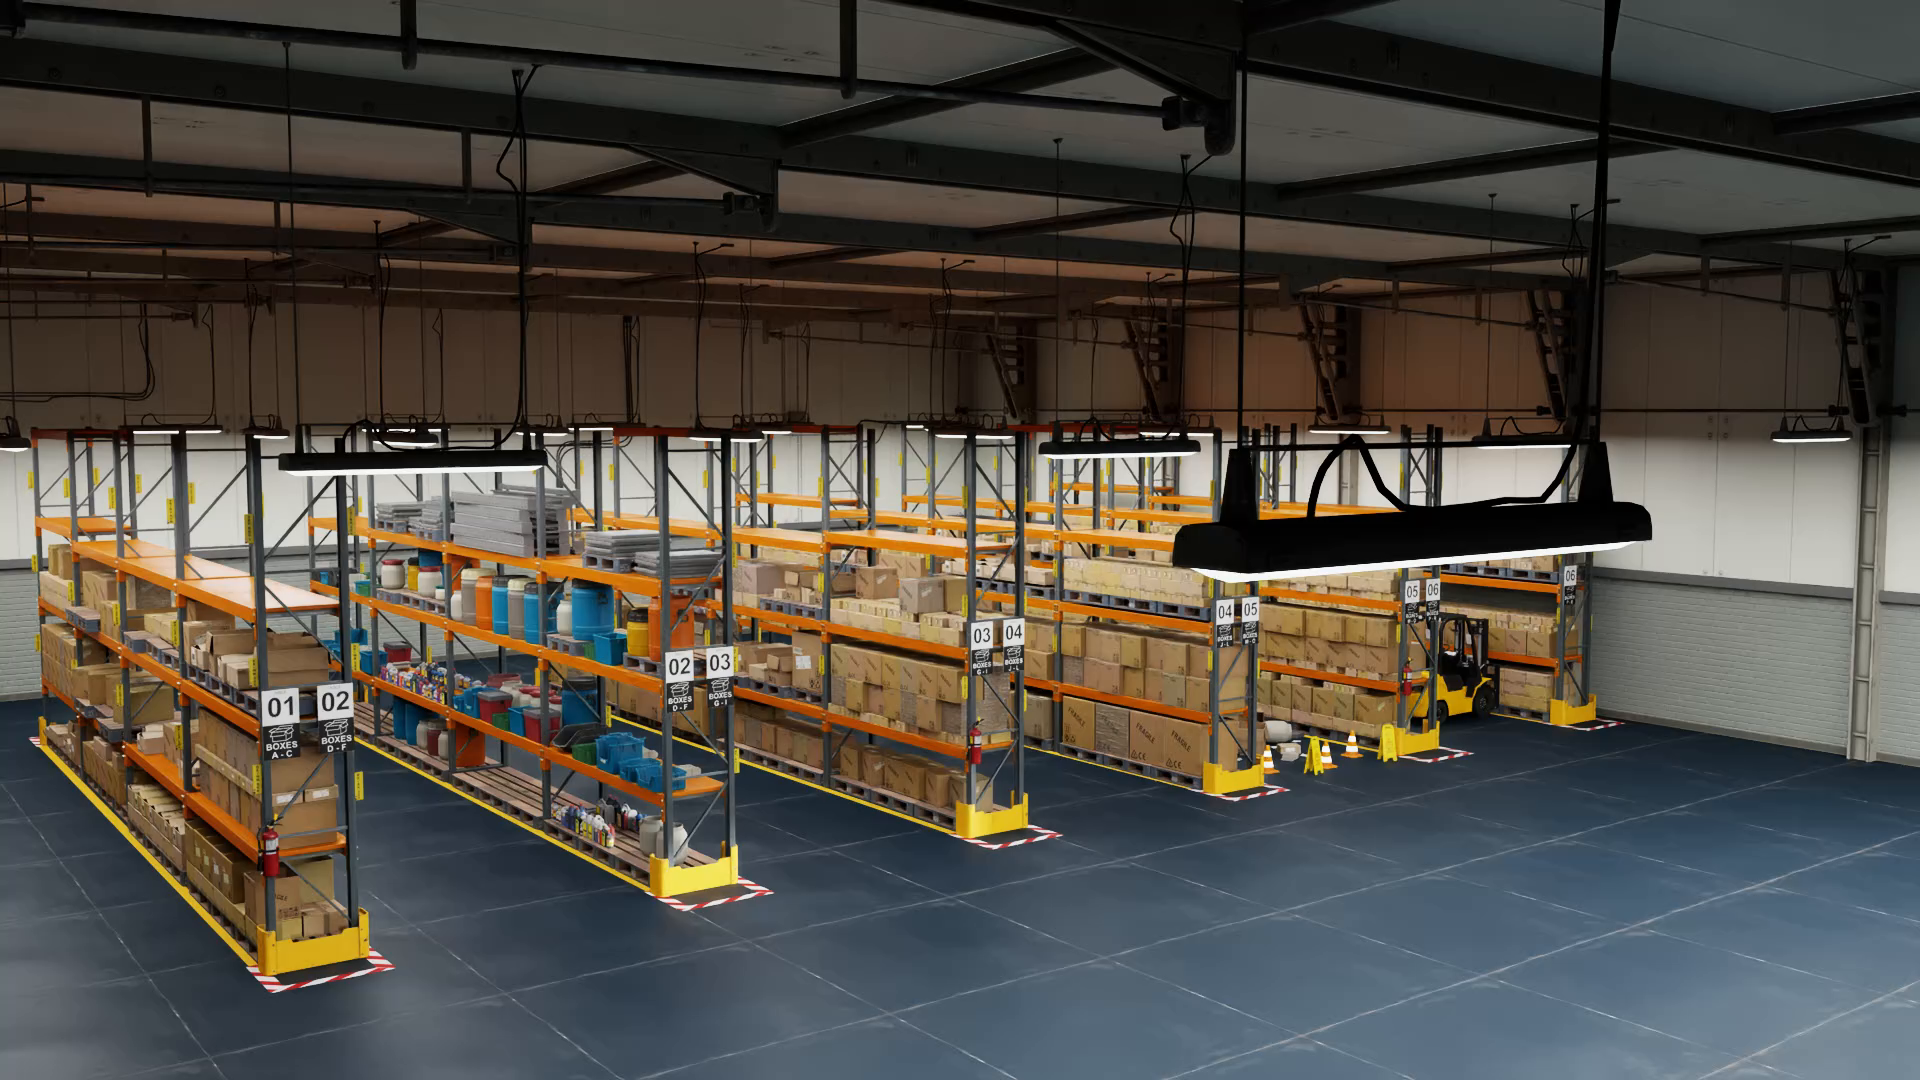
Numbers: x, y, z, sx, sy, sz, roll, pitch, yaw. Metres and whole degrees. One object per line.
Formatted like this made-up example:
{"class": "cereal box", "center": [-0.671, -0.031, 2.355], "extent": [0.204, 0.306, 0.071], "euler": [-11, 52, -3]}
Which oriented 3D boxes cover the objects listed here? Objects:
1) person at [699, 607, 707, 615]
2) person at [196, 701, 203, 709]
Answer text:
{"class": "person", "center": [-6.552, 2.239, 42.227], "extent": [0.833, 1.533, 0.416], "euler": [-2, 5, -24]}
{"class": "person", "center": [-16.068, 2.753, 35.063], "extent": [0.433, 1.681, 0.511], "euler": [-3, 6, -36]}
